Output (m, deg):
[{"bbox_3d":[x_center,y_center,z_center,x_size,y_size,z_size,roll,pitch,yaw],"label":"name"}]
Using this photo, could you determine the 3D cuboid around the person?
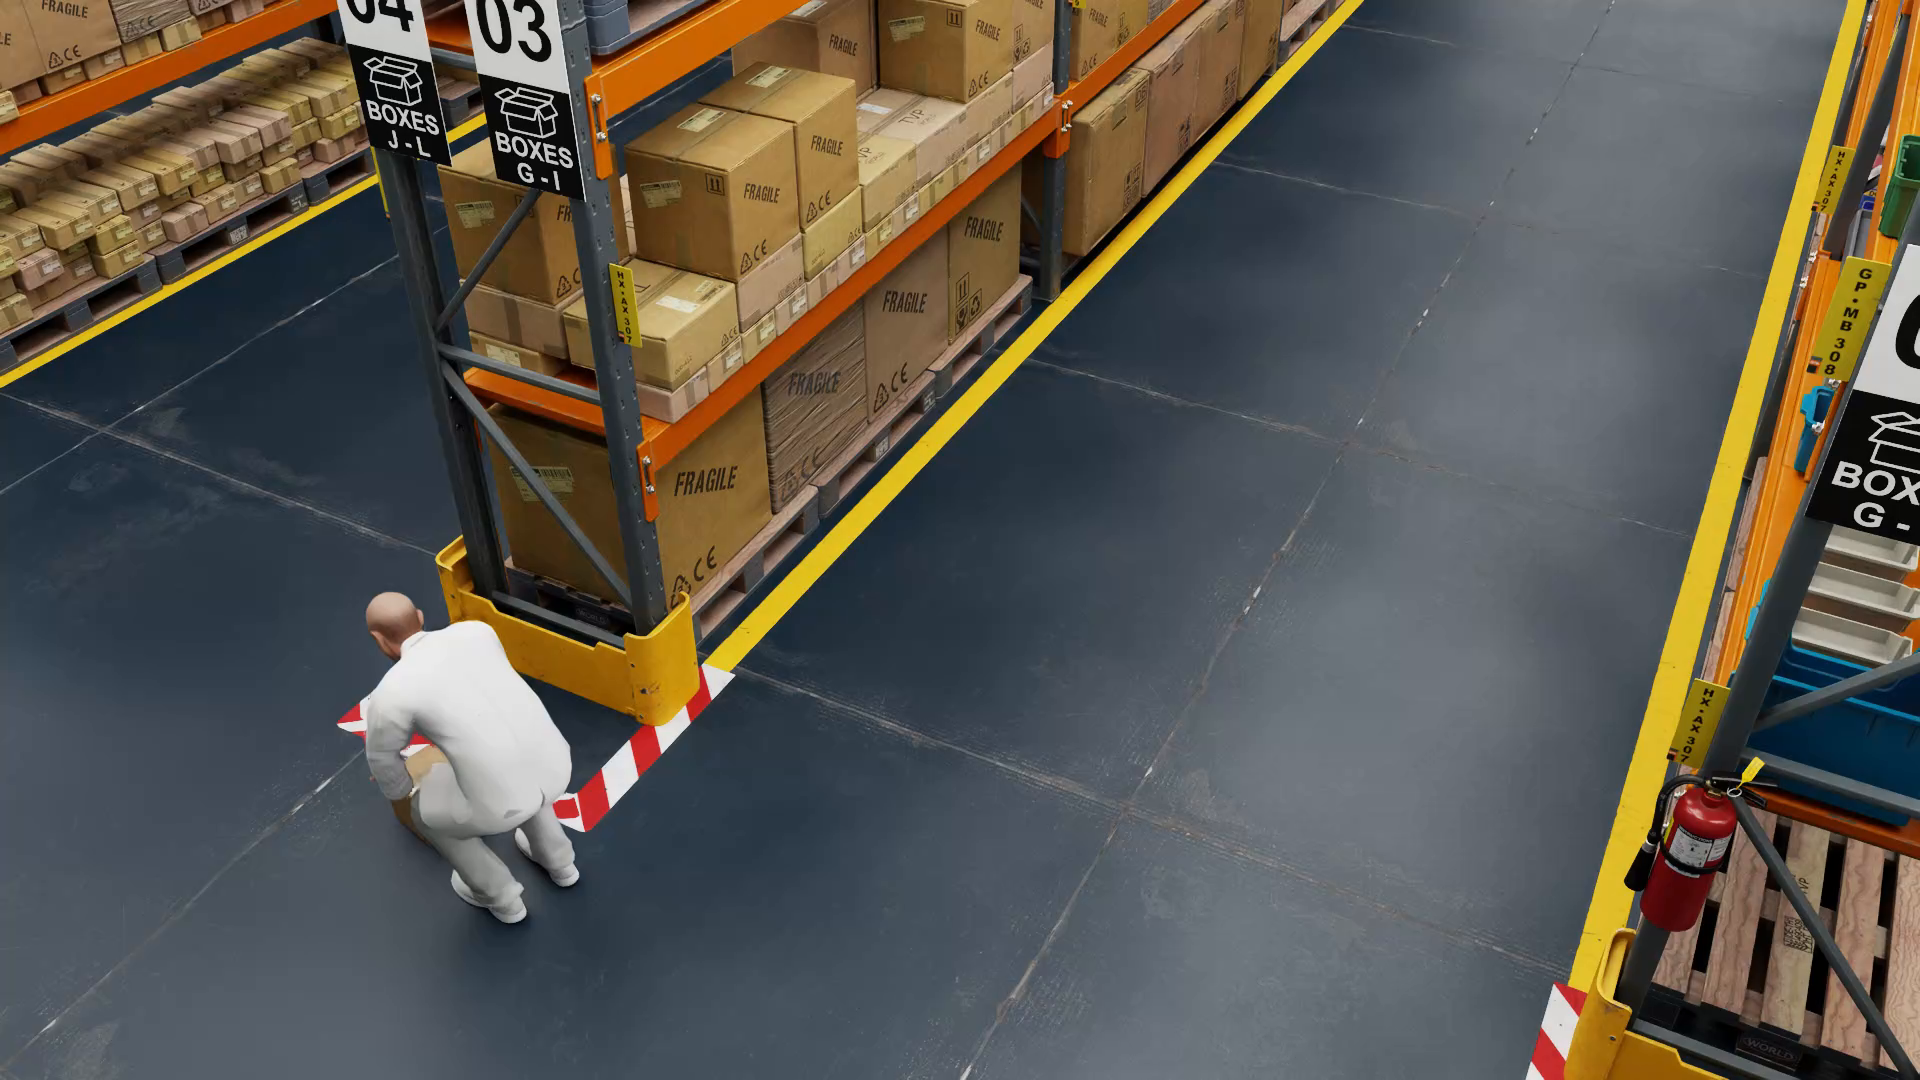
[{"bbox_3d":[-1.794,0.813,6.120,0.793,1.271,0.632,28,46,32],"label":"person"}]
